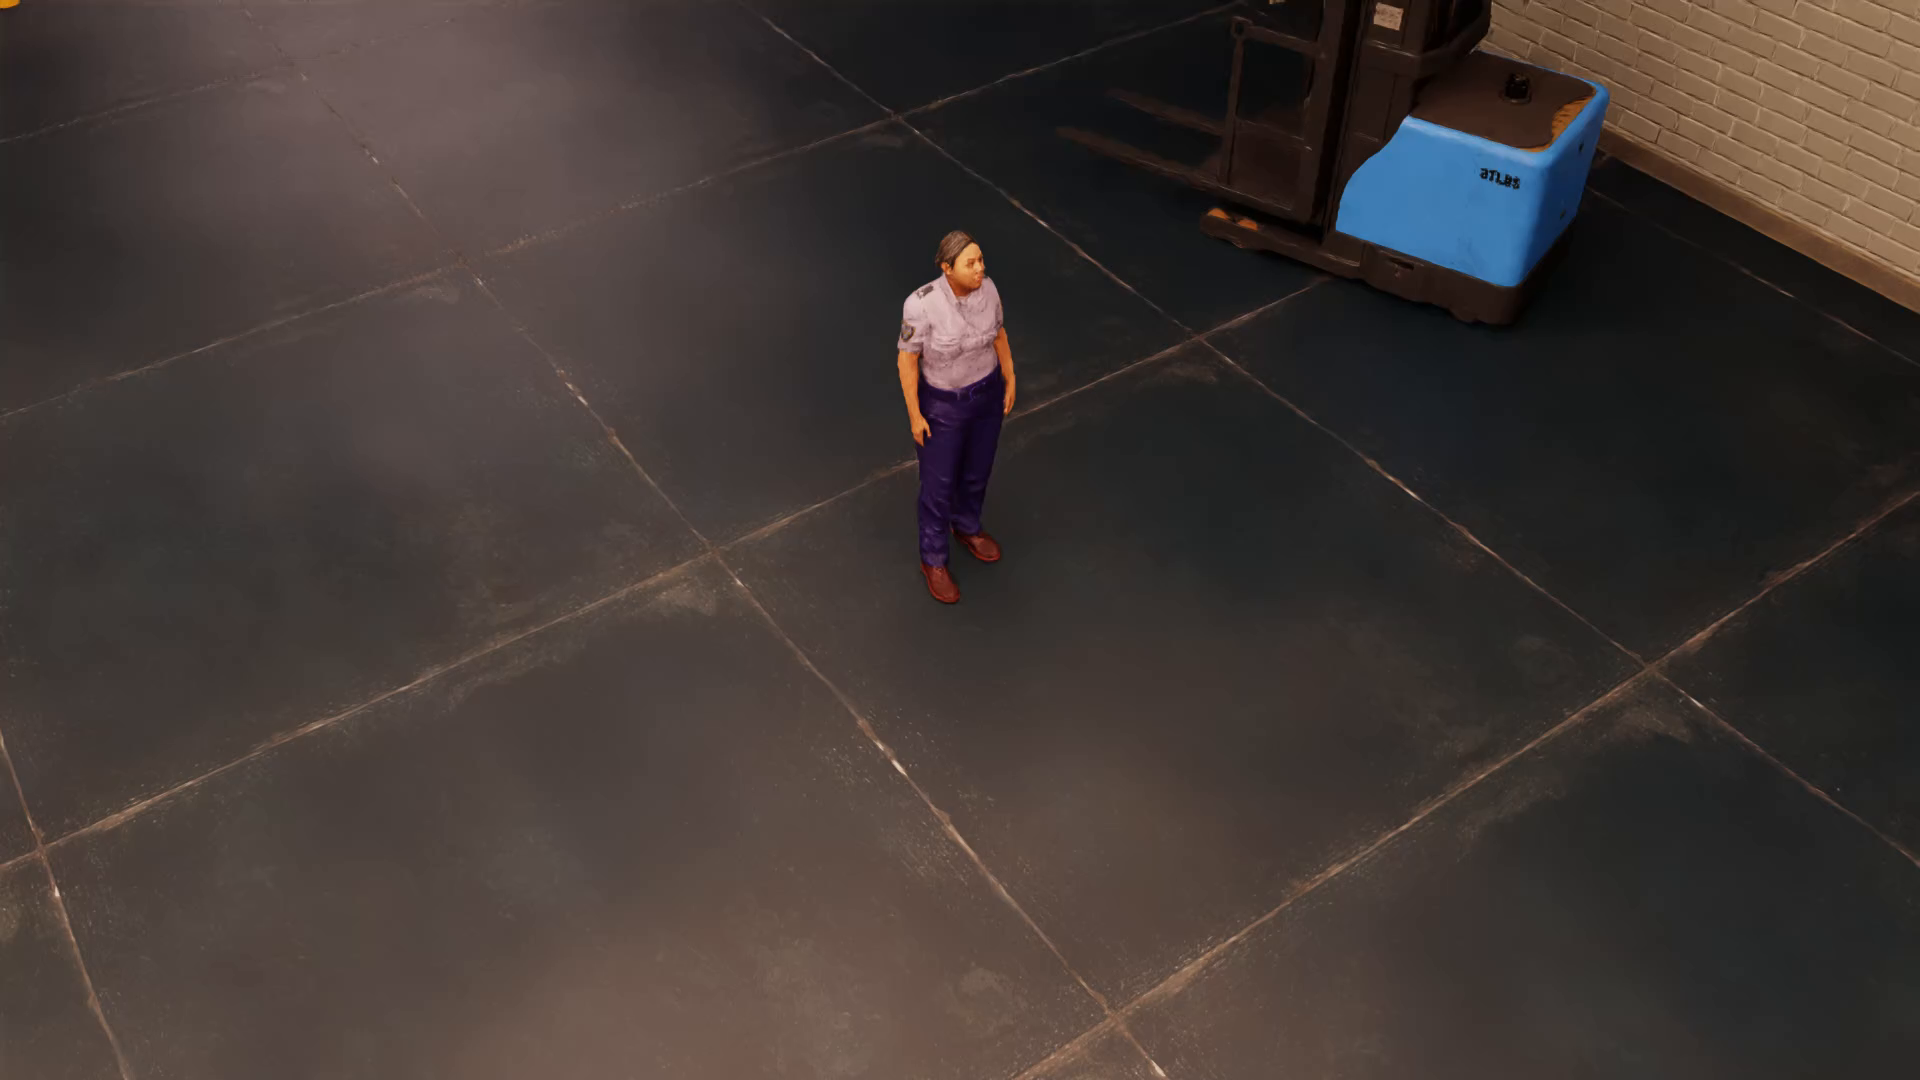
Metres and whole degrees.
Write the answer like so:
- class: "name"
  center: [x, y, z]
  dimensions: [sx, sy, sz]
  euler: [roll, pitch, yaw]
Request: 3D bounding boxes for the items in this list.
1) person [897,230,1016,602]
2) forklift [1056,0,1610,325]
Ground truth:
- class: "person"
  center: [0.033, -0.552, 7.251]
  dimensions: [0.599, 1.650, 0.502]
  euler: [-25, 48, -25]
- class: "forklift"
  center: [2.020, -3.046, 9.020]
  dimensions: [3.031, 2.935, 1.130]
  euler: [25, 48, 25]
